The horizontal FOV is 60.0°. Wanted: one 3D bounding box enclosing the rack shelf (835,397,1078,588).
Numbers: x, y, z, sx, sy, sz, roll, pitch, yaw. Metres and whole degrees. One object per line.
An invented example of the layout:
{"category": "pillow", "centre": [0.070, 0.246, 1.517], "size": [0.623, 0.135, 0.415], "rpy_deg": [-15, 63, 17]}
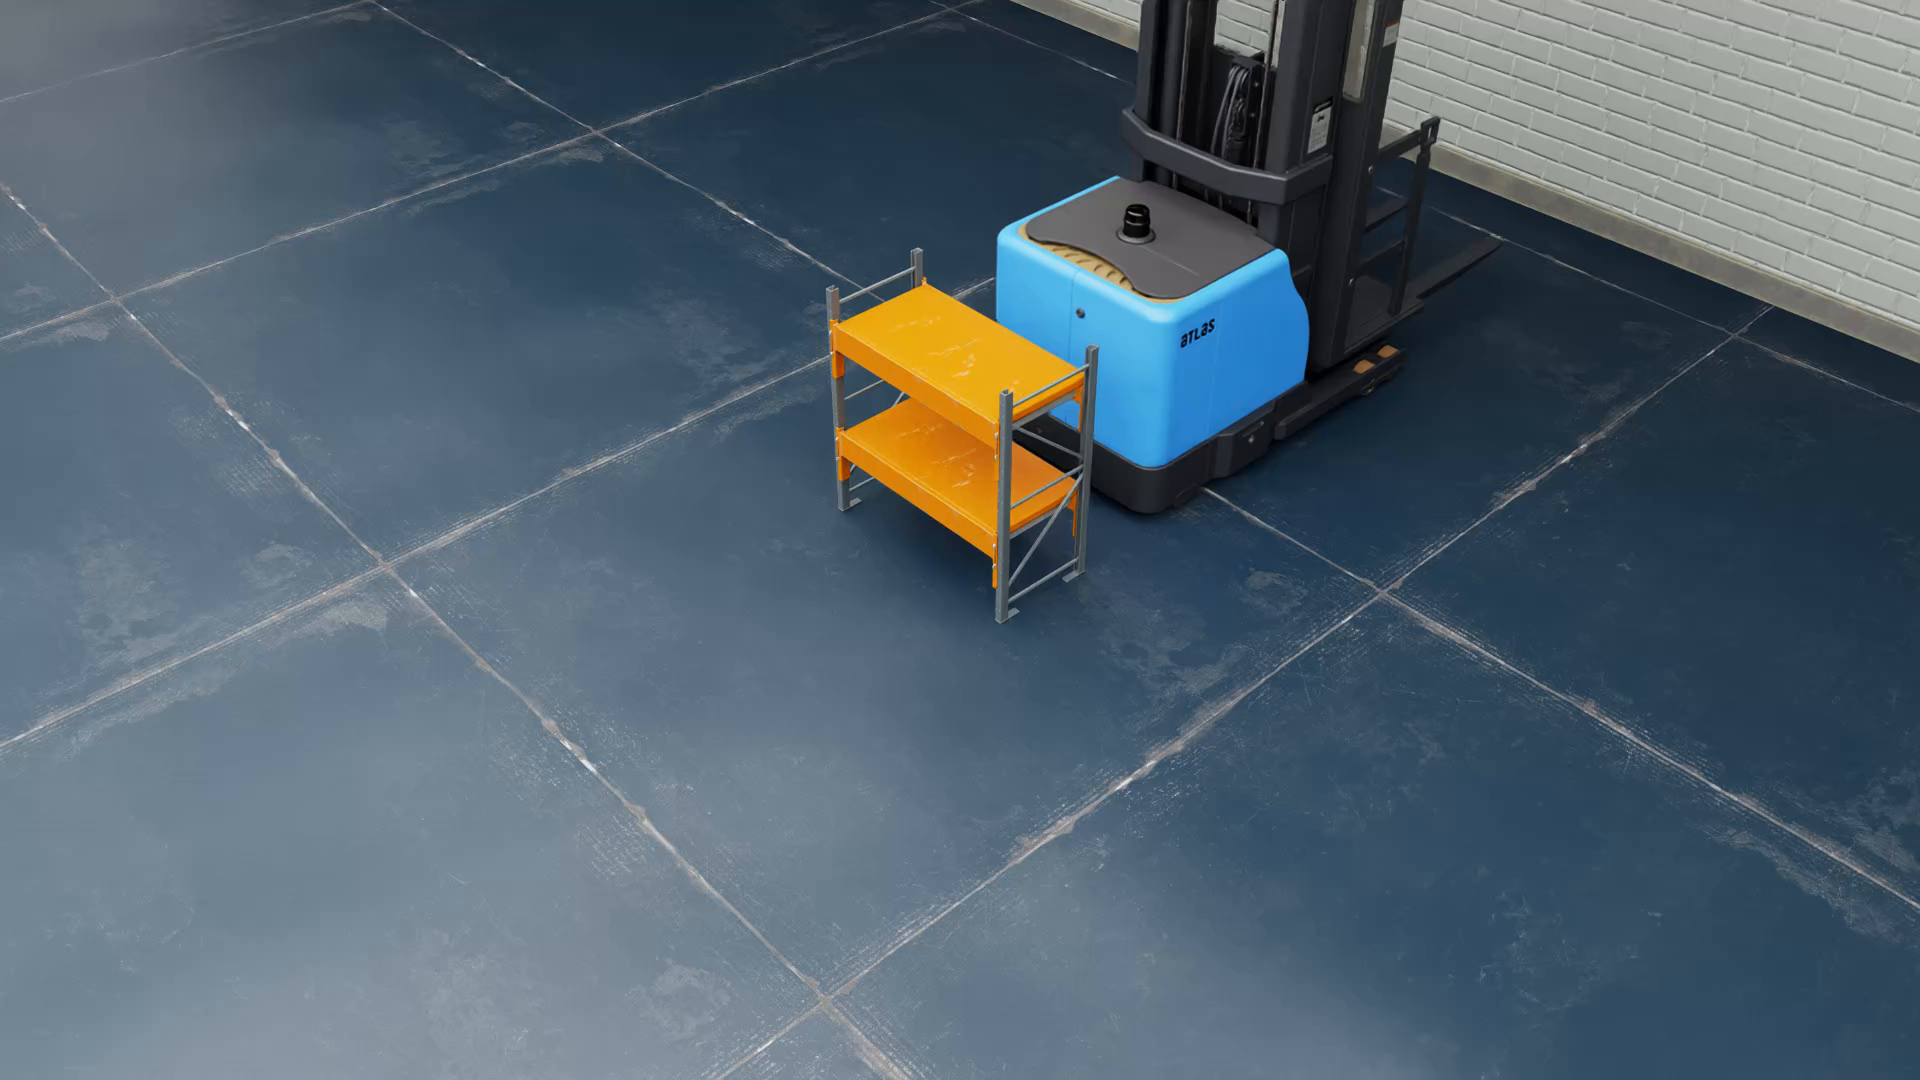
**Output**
{"category": "rack shelf", "centre": [-0.005, -0.251, 7.054], "size": [0.538, 0.278, 1.000], "rpy_deg": [-30, 48, -32]}

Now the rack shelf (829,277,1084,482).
{"category": "rack shelf", "centre": [-0.005, -0.668, 6.717], "size": [0.538, 0.278, 1.000], "rpy_deg": [-30, 48, -32]}

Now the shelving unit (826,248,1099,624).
{"category": "shelving unit", "centre": [-0.005, -0.441, 6.900], "size": [0.538, 1.125, 1.048], "rpy_deg": [-30, 48, -32]}

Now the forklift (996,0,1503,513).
{"category": "forklift", "centre": [1.565, -2.064, 7.473], "size": [3.031, 2.935, 1.130], "rpy_deg": [-31, 48, -32]}

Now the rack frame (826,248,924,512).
{"category": "rack frame", "centre": [-0.348, -0.676, 7.192], "size": [0.500, 1.125, 0.032], "rpy_deg": [-30, 48, -32]}

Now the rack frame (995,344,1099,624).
{"category": "rack frame", "centre": [0.339, -0.205, 6.609], "size": [0.500, 1.125, 0.032], "rpy_deg": [-30, 48, -32]}

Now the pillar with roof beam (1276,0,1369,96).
{"category": "pillar with roof beam", "centre": [-0.984, -4.248, 5.347], "size": [9.100, 9.000, 0.400], "rpy_deg": [-30, 48, -32]}
